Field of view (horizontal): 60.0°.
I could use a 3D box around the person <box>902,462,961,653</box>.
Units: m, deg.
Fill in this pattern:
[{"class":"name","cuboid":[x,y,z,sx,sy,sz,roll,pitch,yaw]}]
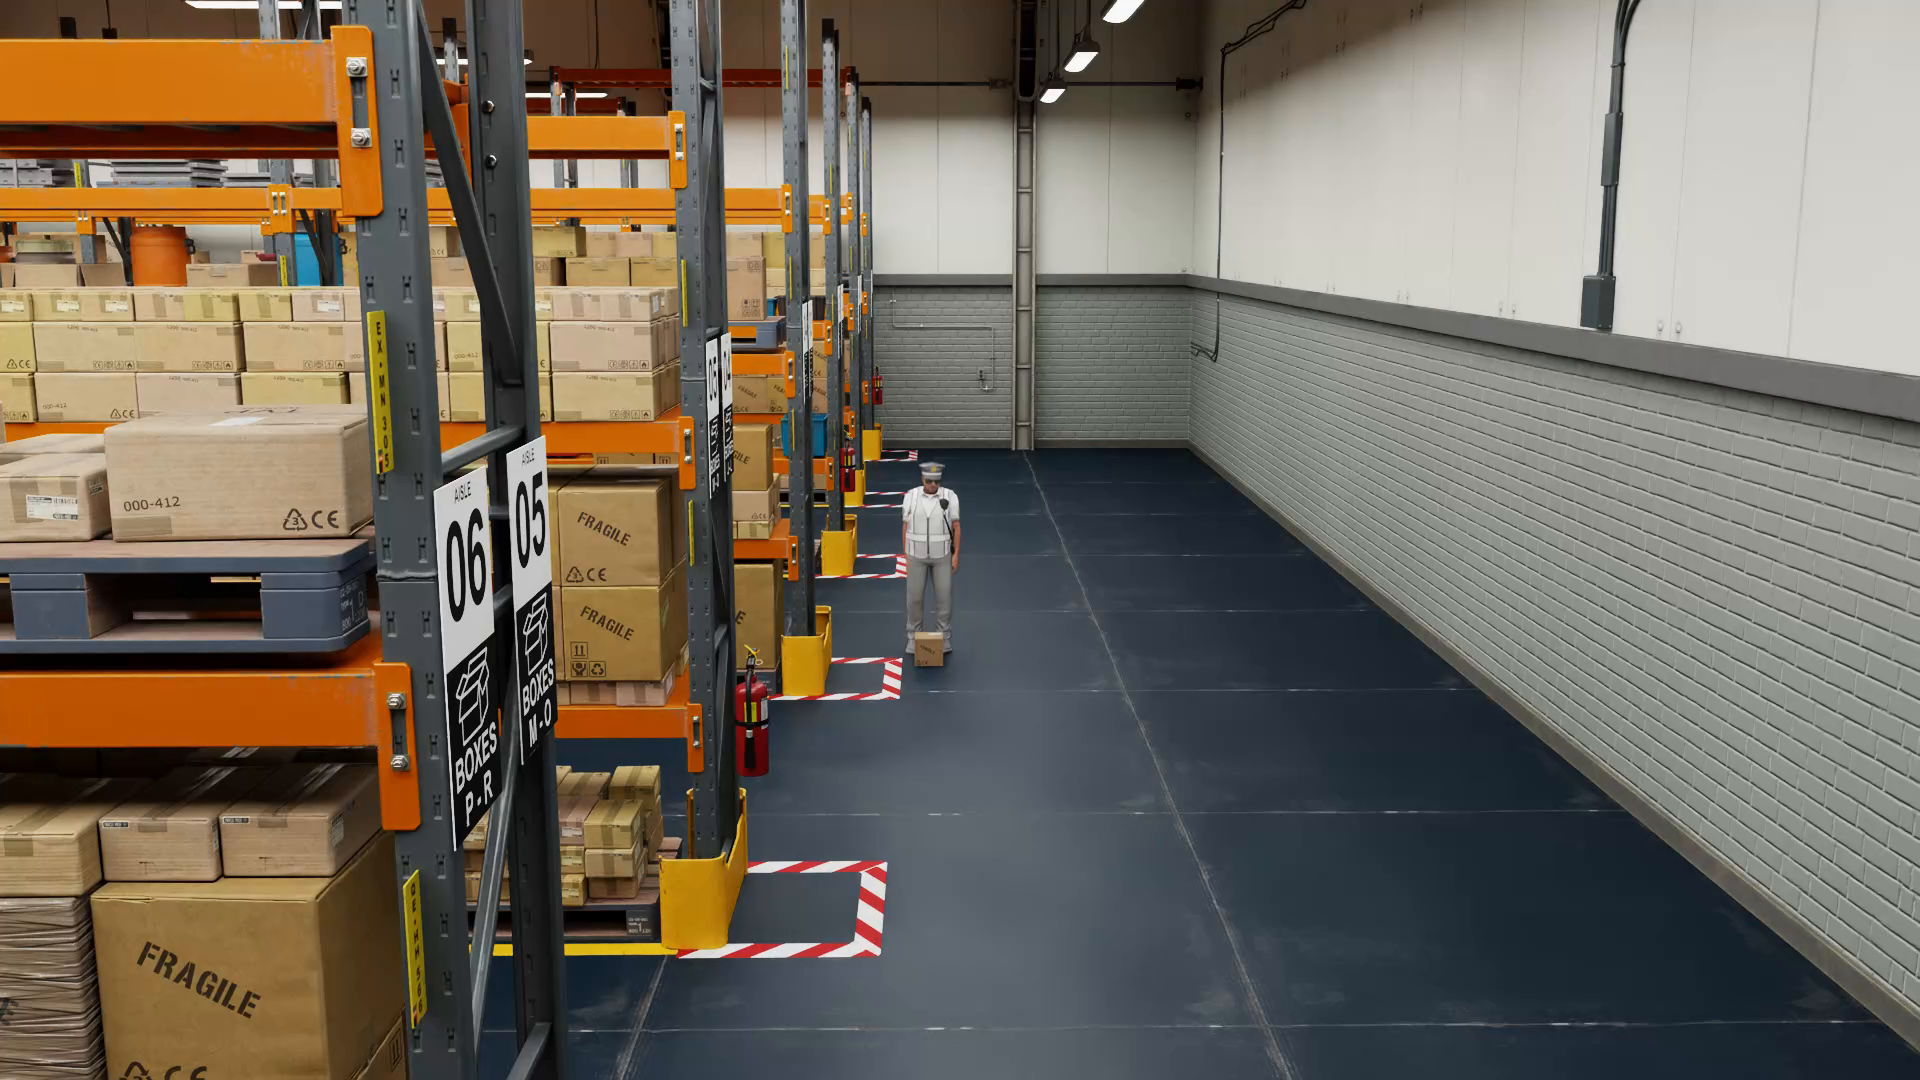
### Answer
[{"class":"person","cuboid":[-0.258,0.151,15.116,0.530,1.743,0.391,0,10,0]}]
